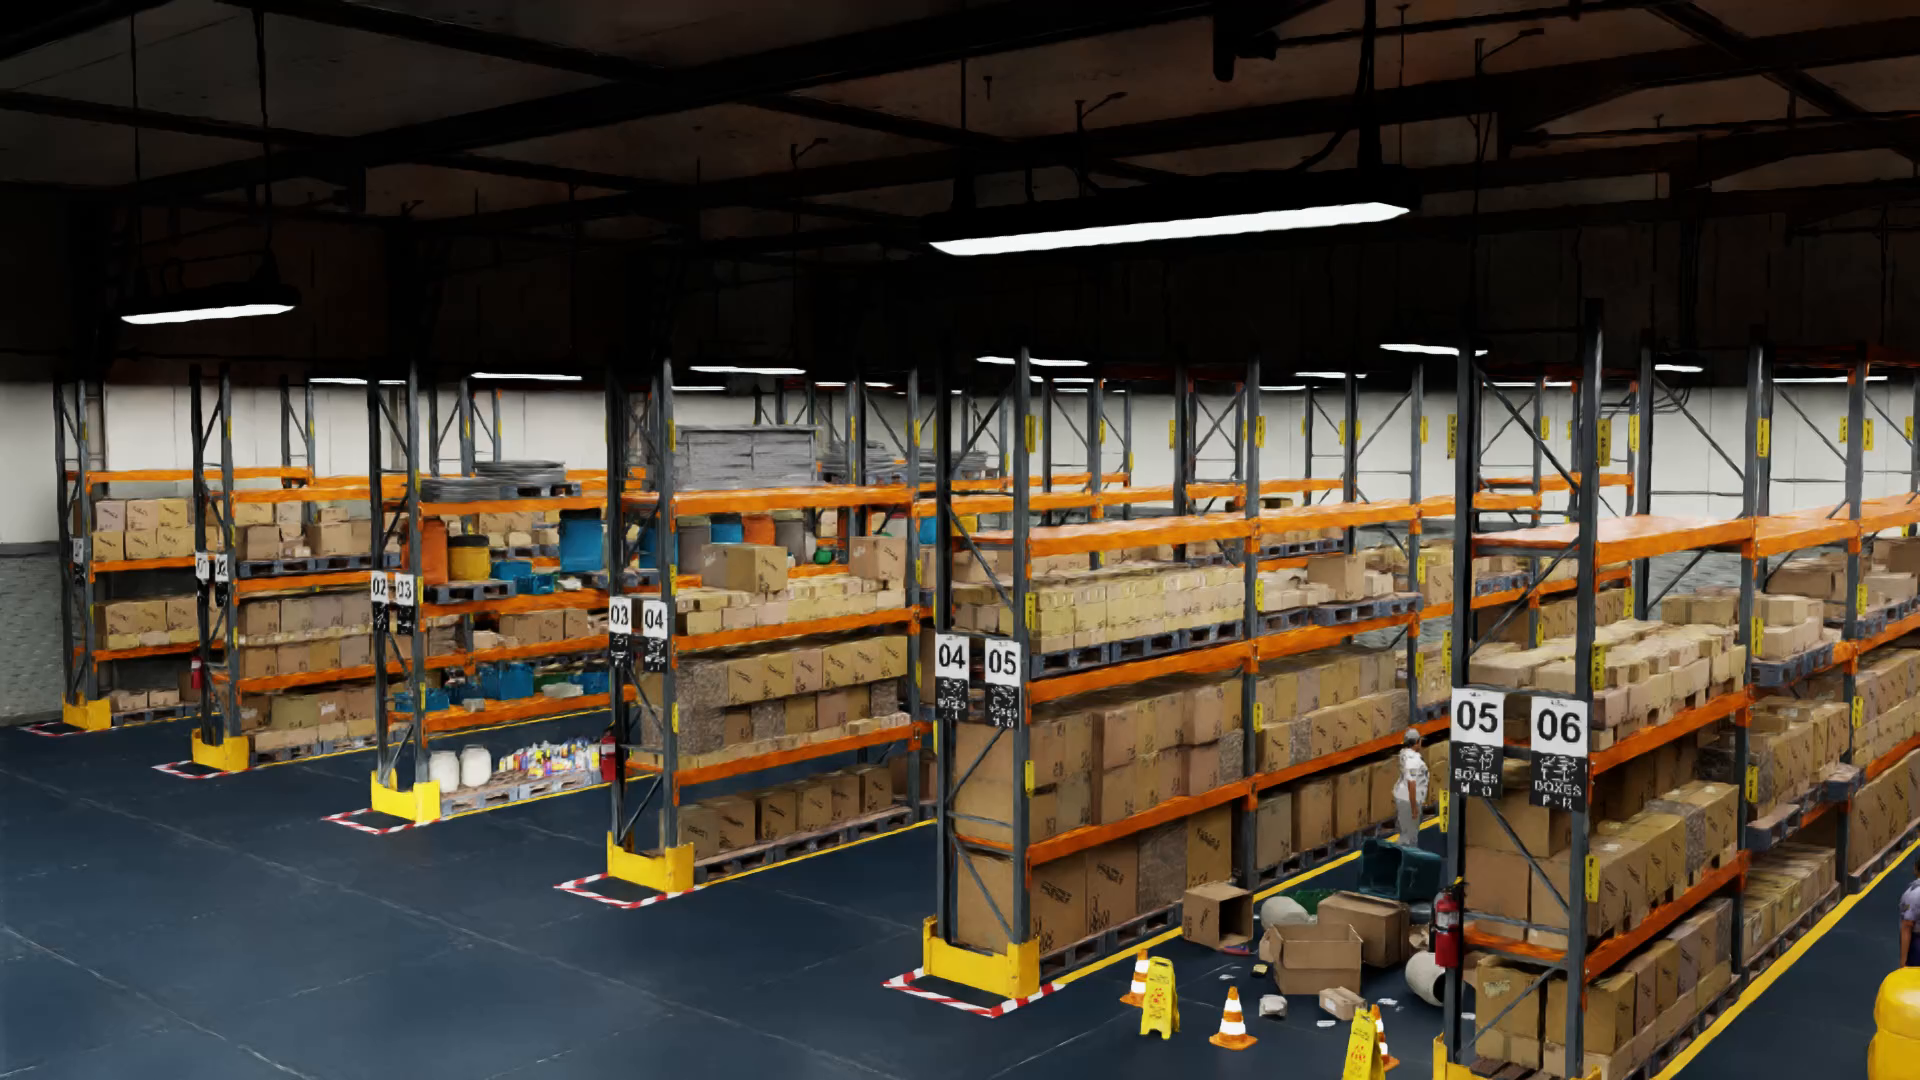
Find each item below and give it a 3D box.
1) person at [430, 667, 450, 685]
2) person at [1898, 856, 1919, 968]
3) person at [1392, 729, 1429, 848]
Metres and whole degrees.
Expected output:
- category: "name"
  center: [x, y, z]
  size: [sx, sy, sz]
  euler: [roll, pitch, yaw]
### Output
- category: "person"
  center: [-9.717, 2.077, 30.662]
  size: [0.526, 1.728, 1.031]
  euler: [3, 5, 32]
- category: "person"
  center: [7.813, 3.356, 13.553]
  size: [0.523, 1.652, 0.464]
  euler: [-2, 4, -20]
- category: "person"
  center: [5.128, 2.965, 18.834]
  size: [0.449, 1.668, 0.530]
  euler: [1, 4, 10]
